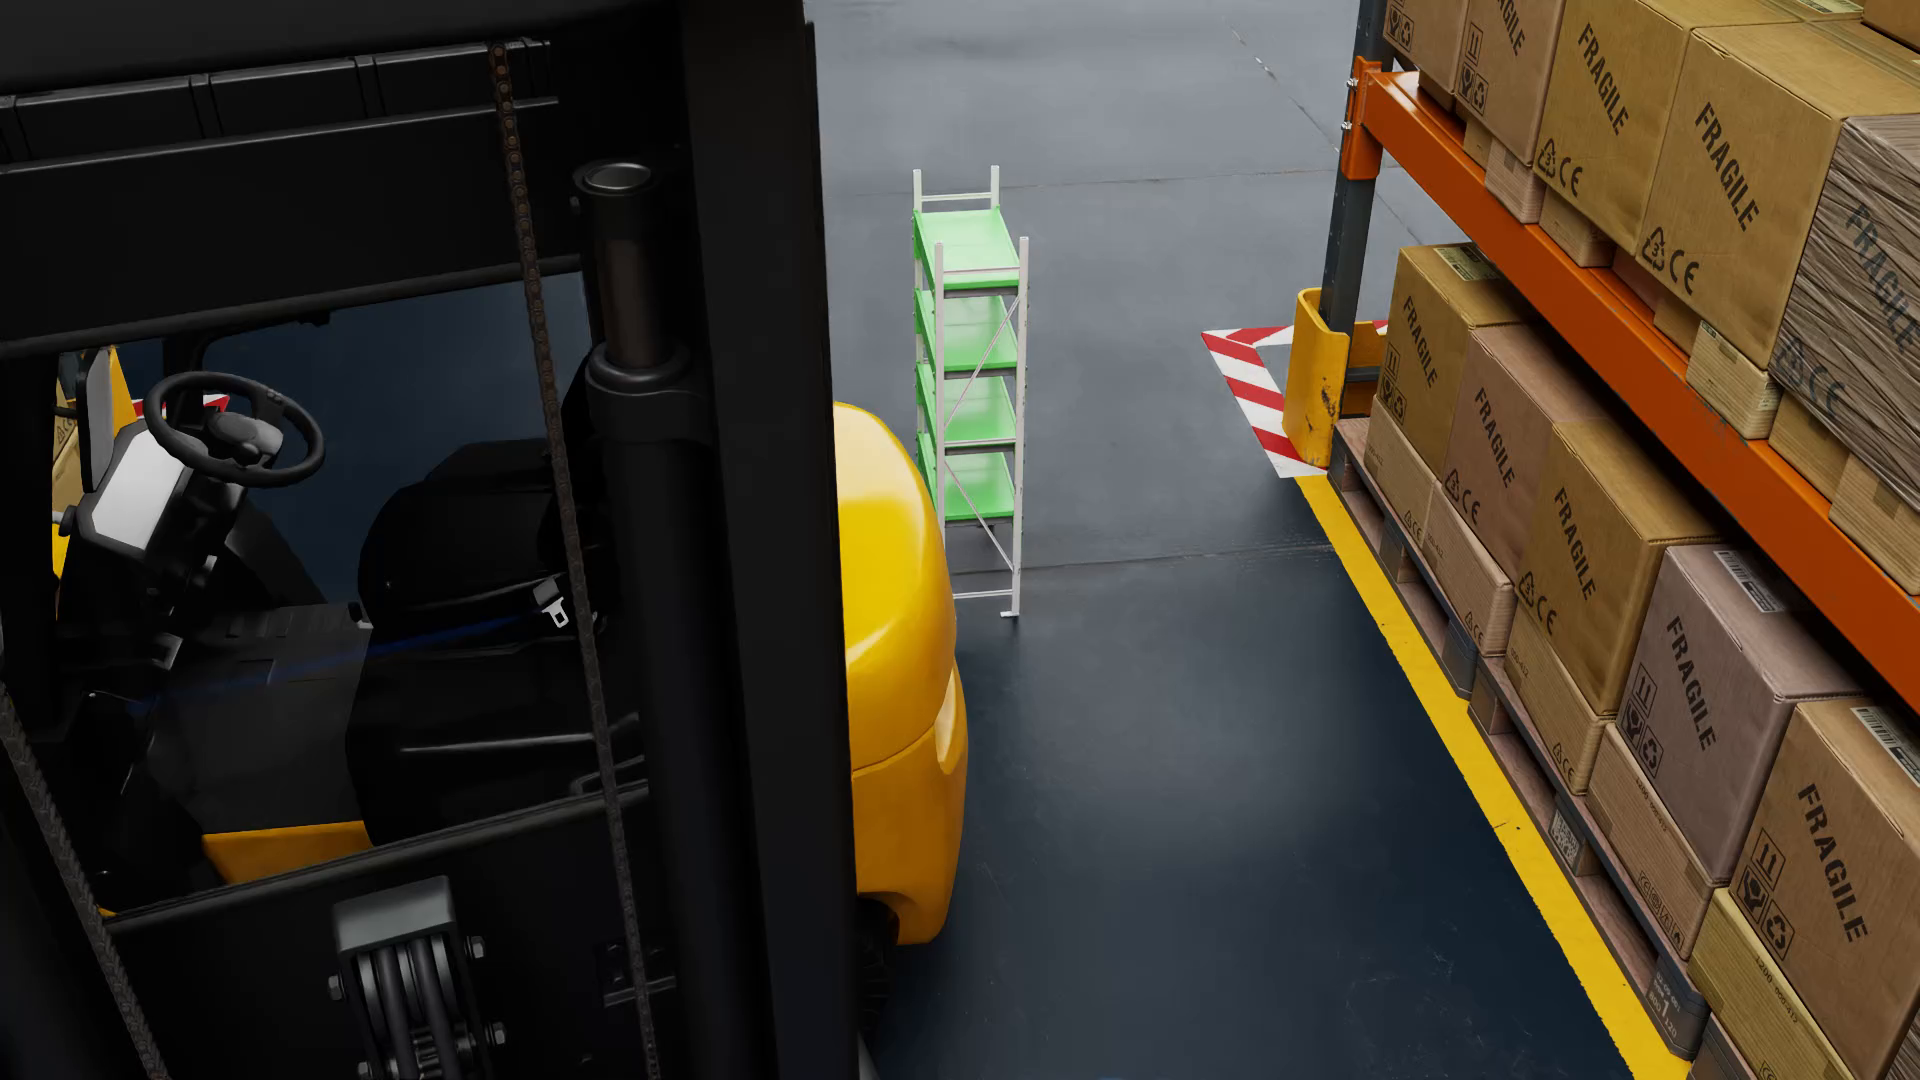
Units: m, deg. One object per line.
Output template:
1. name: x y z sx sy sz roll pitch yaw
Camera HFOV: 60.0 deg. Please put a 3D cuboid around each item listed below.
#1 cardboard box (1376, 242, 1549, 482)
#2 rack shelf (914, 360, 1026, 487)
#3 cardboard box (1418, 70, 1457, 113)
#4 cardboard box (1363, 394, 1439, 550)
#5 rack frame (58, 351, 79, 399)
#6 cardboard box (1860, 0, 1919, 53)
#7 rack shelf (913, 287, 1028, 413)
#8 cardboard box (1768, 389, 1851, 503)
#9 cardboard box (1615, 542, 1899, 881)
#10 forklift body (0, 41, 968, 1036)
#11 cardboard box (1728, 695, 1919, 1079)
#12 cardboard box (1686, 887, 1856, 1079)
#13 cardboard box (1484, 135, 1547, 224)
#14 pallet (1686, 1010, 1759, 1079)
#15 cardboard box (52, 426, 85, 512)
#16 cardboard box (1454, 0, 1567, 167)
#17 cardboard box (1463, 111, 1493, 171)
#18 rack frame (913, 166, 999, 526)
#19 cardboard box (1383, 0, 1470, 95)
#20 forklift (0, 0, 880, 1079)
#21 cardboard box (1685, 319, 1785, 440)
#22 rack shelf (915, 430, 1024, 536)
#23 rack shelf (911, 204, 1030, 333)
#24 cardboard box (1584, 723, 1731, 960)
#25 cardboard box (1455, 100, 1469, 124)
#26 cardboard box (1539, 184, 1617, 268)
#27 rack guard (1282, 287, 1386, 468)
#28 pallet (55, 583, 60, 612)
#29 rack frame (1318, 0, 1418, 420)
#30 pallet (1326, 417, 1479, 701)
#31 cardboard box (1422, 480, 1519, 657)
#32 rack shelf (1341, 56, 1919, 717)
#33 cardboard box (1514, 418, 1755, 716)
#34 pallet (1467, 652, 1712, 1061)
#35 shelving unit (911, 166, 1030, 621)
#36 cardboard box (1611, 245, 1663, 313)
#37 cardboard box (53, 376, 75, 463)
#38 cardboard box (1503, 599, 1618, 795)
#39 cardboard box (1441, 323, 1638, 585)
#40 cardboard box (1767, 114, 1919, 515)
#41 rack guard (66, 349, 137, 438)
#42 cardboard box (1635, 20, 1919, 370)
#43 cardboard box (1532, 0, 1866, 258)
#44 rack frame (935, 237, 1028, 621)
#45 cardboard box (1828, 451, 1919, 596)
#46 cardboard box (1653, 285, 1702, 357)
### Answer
1. cardboard box: 1.552 -0.524 4.759 0.500 0.500 0.500 -5 35 -8
2. rack shelf: 0.022 -0.351 4.813 0.258 0.148 0.480 -4 35 -6
3. cardboard box: 1.555 -1.353 4.794 0.380 0.149 0.250 -4 35 -6
4. cardboard box: 1.548 -0.228 4.989 0.500 0.250 0.500 -5 35 -7
5. rack frame: -3.204 -1.284 4.470 1.000 3.000 0.127 -4 35 -6
6. cardboard box: 2.160 -1.122 2.992 0.700 0.500 0.500 -5 35 -7
7. rack shelf: 0.022 -0.549 4.677 0.258 0.148 0.480 -4 35 -6
8. cardboard box: 1.762 -0.194 3.094 0.380 0.149 0.250 -5 35 -7
9. cardboard box: 1.767 0.345 3.483 0.500 0.500 0.500 -3 34 -4
10. forklift body: -1.141 -0.013 3.359 2.313 2.155 1.214 -4 35 -6
11. cardboard box: 1.836 0.630 3.065 0.500 0.500 0.500 -4 34 -6
12. cardboard box: 1.825 0.927 3.294 0.500 0.250 0.500 -5 35 -8
13. cardboard box: 1.547 -0.913 4.150 0.380 0.149 0.250 -4 34 -6
14. pallet: 2.127 1.351 3.080 1.003 0.211 1.213 -4 35 -6
15. cardboard box: -2.828 -0.083 4.776 0.500 0.250 0.500 -4 34 -6
16. cardboard box: 1.576 -1.252 4.070 0.500 0.500 0.500 -3 34 -5
17. cardboard box: 1.558 -1.059 4.363 0.380 0.149 0.250 -5 35 -8
18. rack frame: -0.011 -0.540 4.976 0.240 1.200 0.015 -4 35 -6
19. cardboard box: 1.503 -1.540 4.494 0.500 0.500 0.500 -5 35 -7
20. forklift: -0.750 0.317 2.182 1.130 2.935 3.031 -13 36 -18
21. cardboard box: 1.692 -0.334 3.300 0.380 0.149 0.250 -4 34 -6
22. rack shelf: 0.022 -0.152 4.948 0.258 0.148 0.480 -4 35 -6
23. rack shelf: 0.022 -0.747 4.542 0.258 0.148 0.480 -4 35 -6
24. cardboard box: 1.761 0.643 3.711 0.500 0.250 0.500 -4 34 -6
25. cardboard box: 1.603 -1.213 4.589 0.380 0.149 0.250 -4 34 -6
26. cardboard box: 1.615 -0.772 3.942 0.380 0.149 0.250 -3 34 -5
27. rack guard: 1.724 -0.586 5.666 1.175 0.500 0.348 -4 35 -6
28. pallet: -3.060 0.292 4.634 1.003 0.211 1.213 -4 35 -6
29. rack frame: 1.714 -1.662 5.025 1.000 3.000 0.127 -4 35 -6
30. pallet: 1.798 -0.011 5.078 1.003 0.211 1.213 -4 35 -6
31. cardboard box: 1.610 0.058 4.571 0.500 0.250 0.500 -3 34 -5
32. rack shelf: 1.983 -0.248 3.589 1.077 0.370 4.000 -4 35 -6
33. cardboard box: 1.686 0.048 3.919 0.500 0.500 0.500 -4 34 -5
34. pallet: 1.959 0.668 4.082 1.003 0.211 1.213 -4 35 -6
35. shelving unit: 0.022 -0.403 4.777 0.258 1.200 0.503 -4 35 -6
36. cardboard box: 1.710 -0.629 3.732 0.380 0.149 0.250 -3 34 -5
37. cardboard box: -2.829 -0.279 4.621 0.500 0.250 0.500 -5 35 -7
38. cardboard box: 1.696 0.361 4.125 0.500 0.250 0.500 -2 34 -3
39. cardboard box: 1.627 -0.233 4.331 0.500 0.500 0.500 -6 35 -8
40. cardboard box: 1.795 -0.399 2.819 0.500 0.500 0.500 -3 34 -5
41. rack guard: -3.207 -0.264 5.193 1.175 0.500 0.348 -4 35 -6
42. cardboard box: 1.722 -0.684 3.238 0.500 0.500 0.500 -5 35 -7
43. cardboard box: 1.646 -0.967 3.653 0.500 0.500 0.500 -5 35 -7
44. rack frame: 0.055 -0.267 4.577 0.240 1.200 0.015 -4 35 -6
45. cardboard box: 1.767 -0.049 2.881 0.380 0.149 0.250 -5 35 -7
46. cardboard box: 1.716 -0.479 3.513 0.380 0.149 0.250 -5 35 -8
